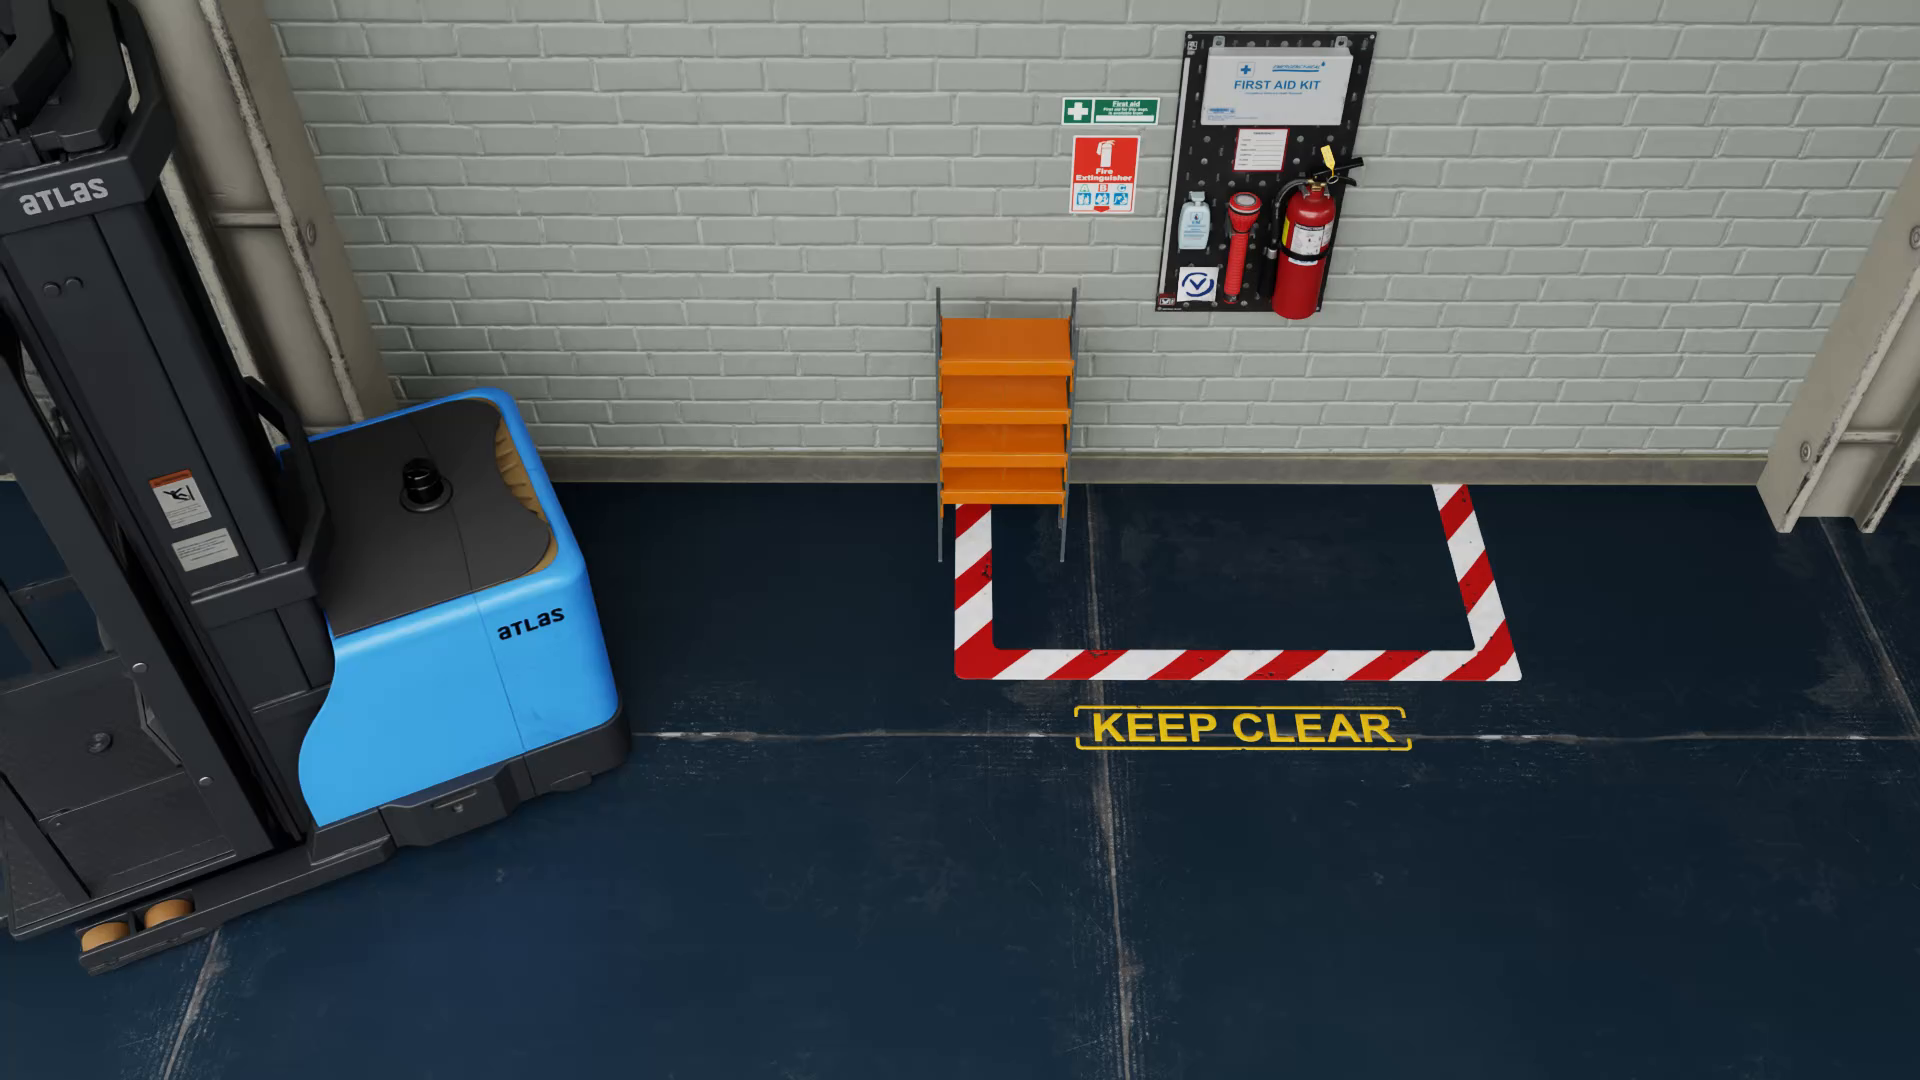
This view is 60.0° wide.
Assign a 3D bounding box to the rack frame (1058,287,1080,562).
[{"bbox_3d":[0.410,-0.408,6.310,0.015,1.200,0.240,0,47,0],"label":"rack frame"}]

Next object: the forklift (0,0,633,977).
[{"bbox_3d":[-2.731,-0.039,4.784,3.031,2.935,1.130,-19,50,-17],"label":"forklift"}]

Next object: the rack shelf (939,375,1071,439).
[{"bbox_3d":[0.166,-0.515,6.196,0.480,0.148,0.258,0,47,0],"label":"rack shelf"}]

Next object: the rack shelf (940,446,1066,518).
[{"bbox_3d":[0.166,-0.227,6.505,0.480,0.148,0.258,0,47,0],"label":"rack shelf"}]

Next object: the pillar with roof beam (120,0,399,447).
[{"bbox_3d":[-2.483,-0.075,0.672,0.400,9.000,9.100,0,47,0],"label":"pillar with roof beam"}]

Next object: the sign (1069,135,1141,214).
[{"bbox_3d":[0.509,-1.289,5.877,0.234,0.329,0.001,0,47,0],"label":"sign"}]

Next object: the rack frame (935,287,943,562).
[{"bbox_3d":[-0.078,-0.409,6.311,0.015,1.200,0.240,0,47,0],"label":"rack frame"}]

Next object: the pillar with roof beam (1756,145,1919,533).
[{"bbox_3d":[3.517,-0.058,0.657,0.400,9.000,9.100,0,47,0],"label":"pillar with roof beam"}]

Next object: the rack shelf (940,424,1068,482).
[{"bbox_3d":[0.166,-0.362,6.360,0.480,0.148,0.258,0,47,0],"label":"rack shelf"}]

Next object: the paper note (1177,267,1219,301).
[{"bbox_3d":[0.885,-0.951,6.188,0.142,0.148,0.016,0,47,0],"label":"paper note"}]

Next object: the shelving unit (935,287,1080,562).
[{"bbox_3d":[0.166,-0.408,6.310,0.503,1.200,0.258,0,47,0],"label":"shelving unit"}]

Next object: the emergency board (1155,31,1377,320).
[{"bbox_3d":[1.062,-1.200,5.818,0.643,1.169,0.194,0,47,0],"label":"emergency board"}]

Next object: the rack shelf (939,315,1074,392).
[{"bbox_3d":[0.166,-0.676,6.023,0.480,0.148,0.258,0,47,0],"label":"rack shelf"}]

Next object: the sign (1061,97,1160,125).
[{"bbox_3d":[0.514,-1.463,5.677,0.331,0.109,0.001,0,47,0],"label":"sign"}]
